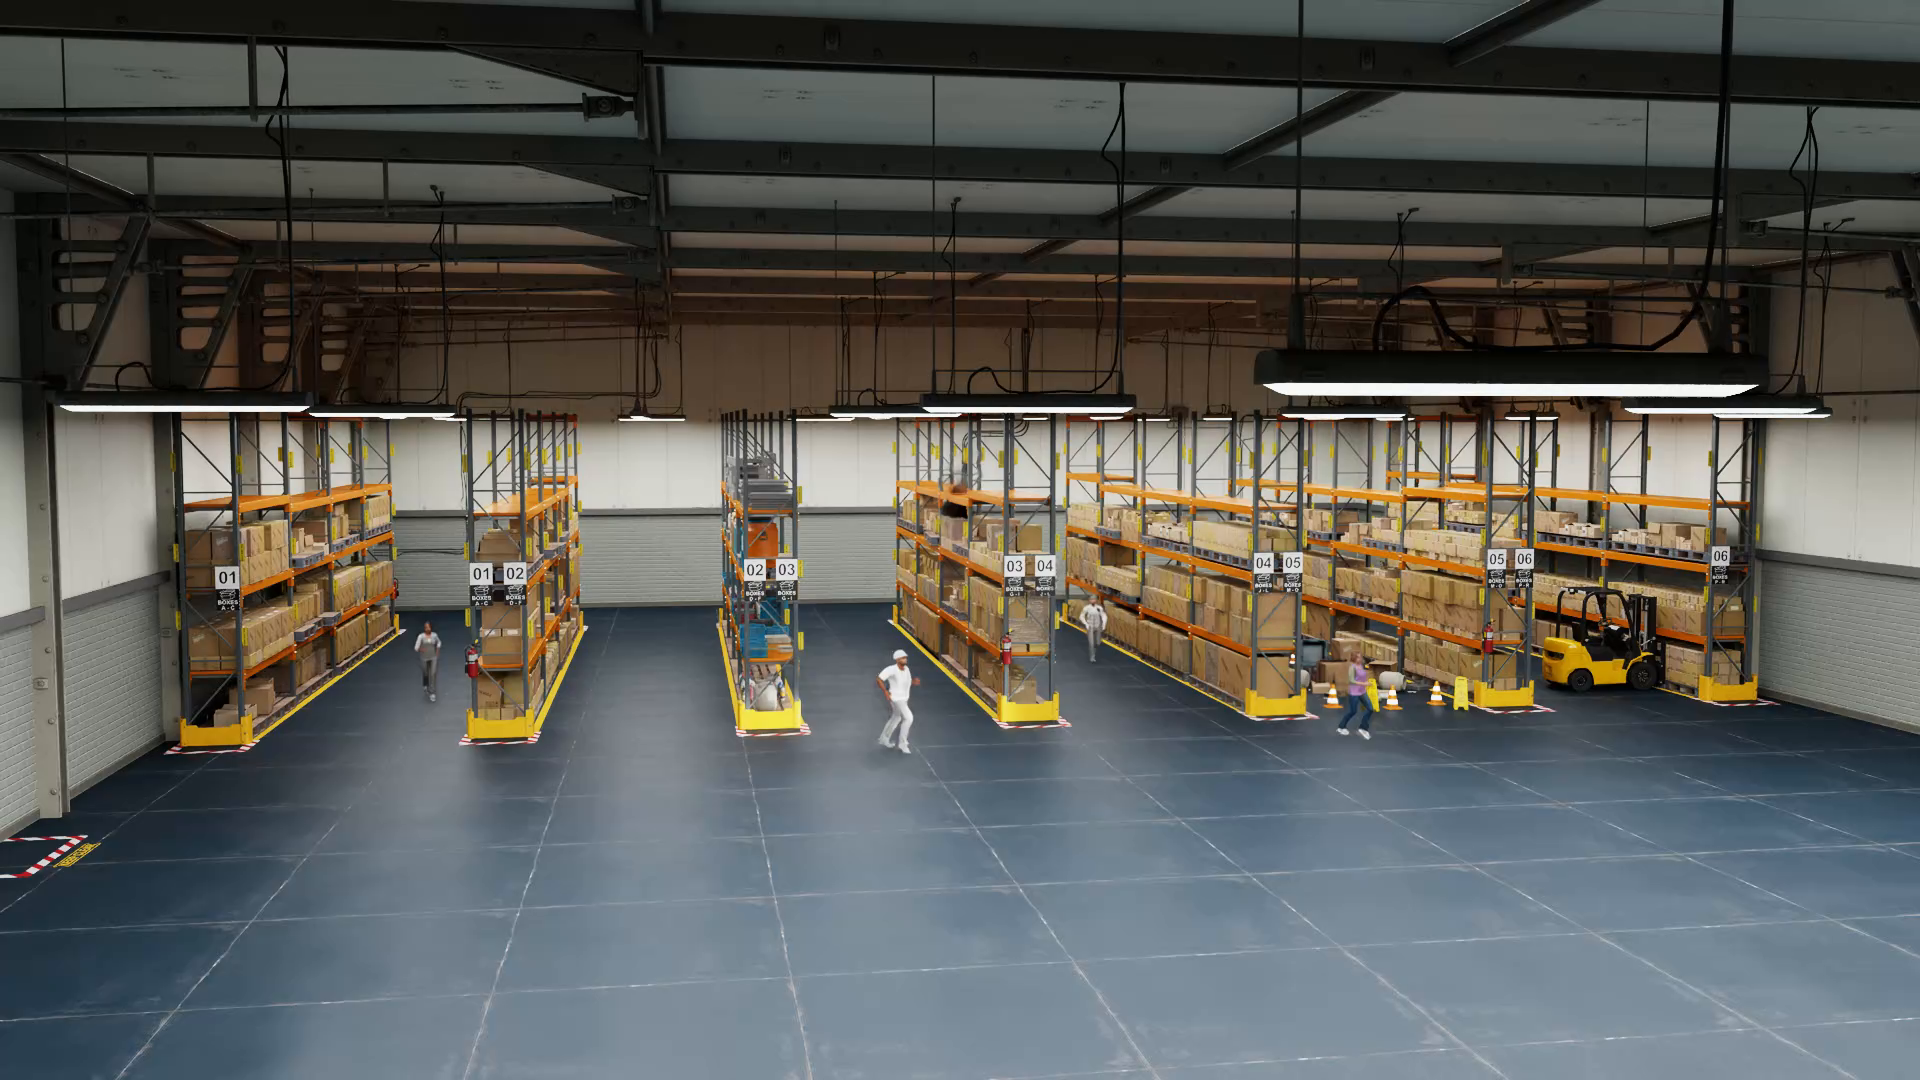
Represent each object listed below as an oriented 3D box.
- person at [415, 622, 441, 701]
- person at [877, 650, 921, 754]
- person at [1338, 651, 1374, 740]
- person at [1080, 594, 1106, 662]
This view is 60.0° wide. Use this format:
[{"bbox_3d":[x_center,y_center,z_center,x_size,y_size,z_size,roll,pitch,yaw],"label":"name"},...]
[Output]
[{"bbox_3d":[-11.047,2.499,34.561,0.540,1.597,0.879,-2,4,-24],"label":"person"},{"bbox_3d":[-1.060,2.829,29.096,0.765,1.834,0.661,2,4,23],"label":"person"},{"bbox_3d":[7.234,2.824,30.319,0.541,1.614,0.703,-4,5,-43],"label":"person"},{"bbox_3d":[3.207,2.097,40.110,0.667,1.643,0.585,0,4,-7],"label":"person"}]
